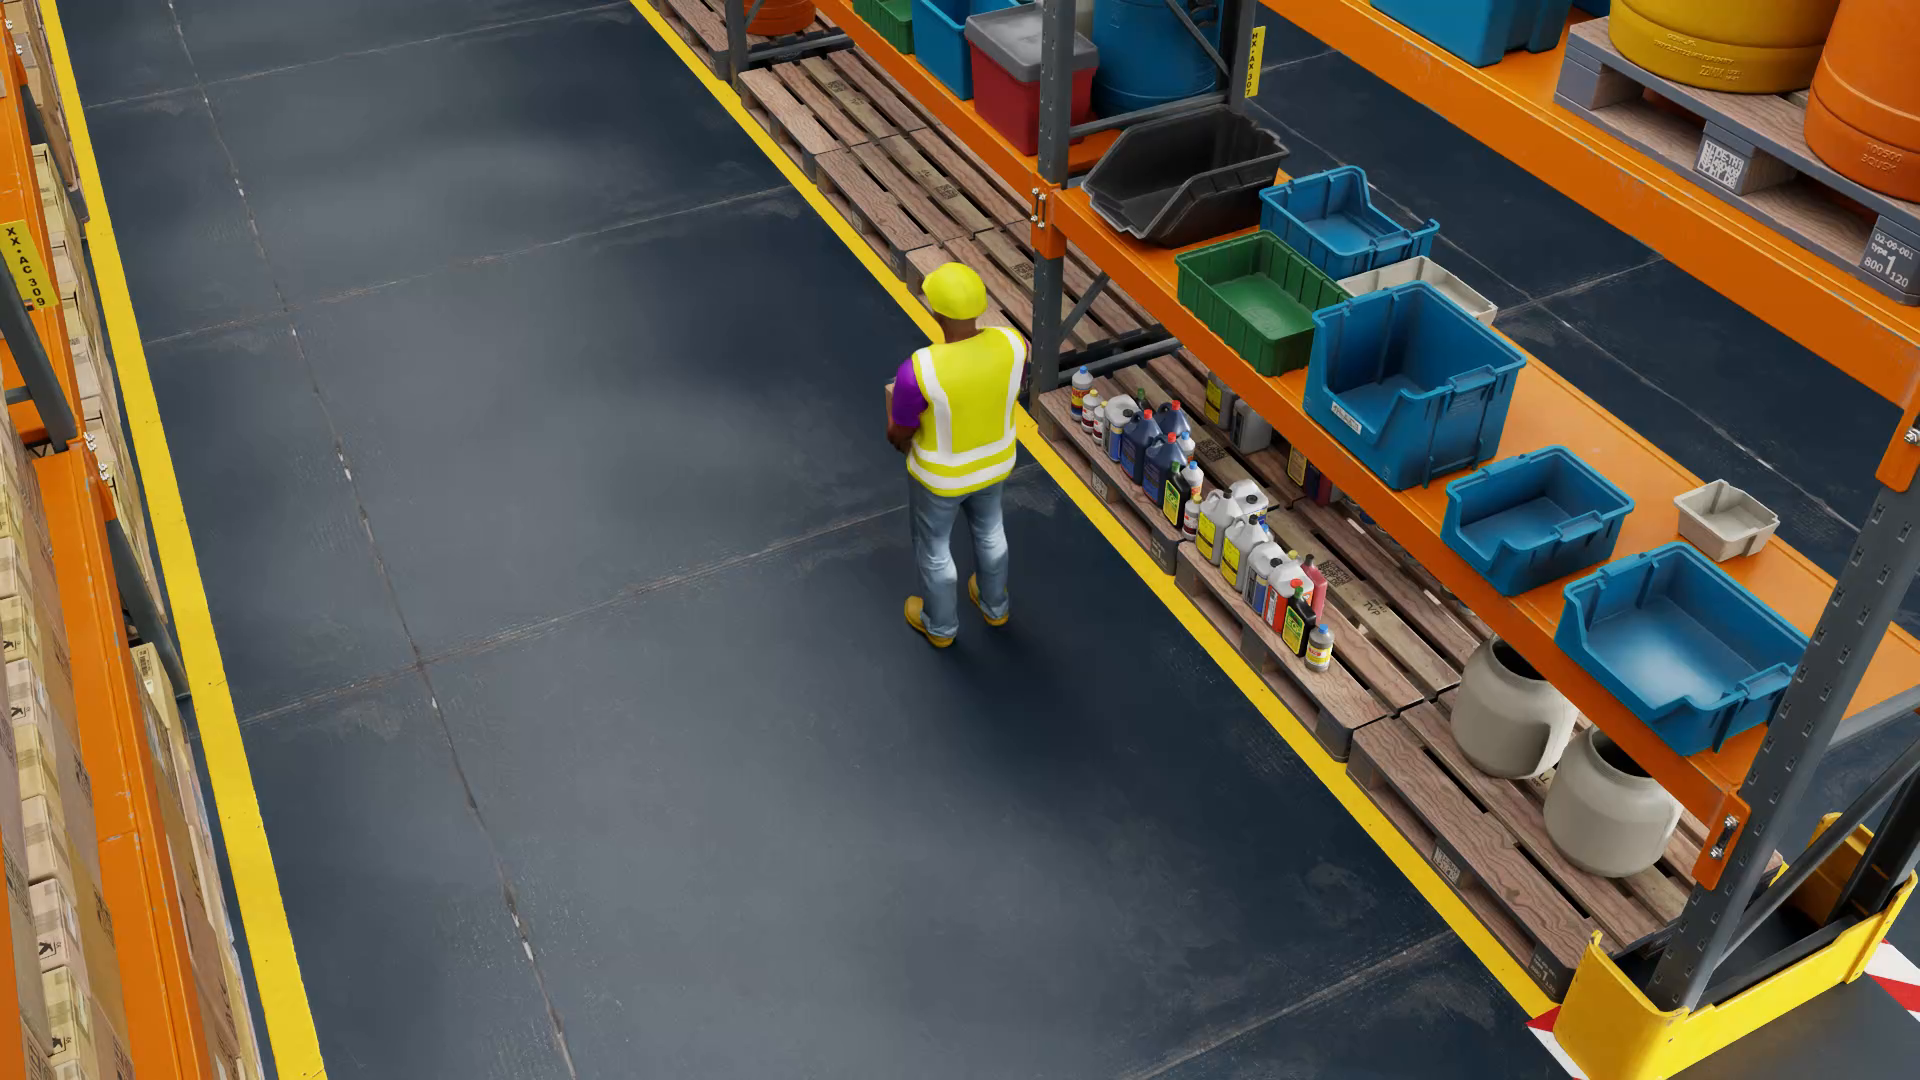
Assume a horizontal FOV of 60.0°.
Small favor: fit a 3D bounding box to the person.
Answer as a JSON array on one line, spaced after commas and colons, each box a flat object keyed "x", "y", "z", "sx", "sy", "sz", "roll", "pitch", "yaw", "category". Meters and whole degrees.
[{"x": -0.036, "y": -0.344, "z": 6.534, "sx": 0.558, "sy": 1.769, "sz": 0.520, "roll": -19, "pitch": 44, "yaw": -21, "category": "person"}]
